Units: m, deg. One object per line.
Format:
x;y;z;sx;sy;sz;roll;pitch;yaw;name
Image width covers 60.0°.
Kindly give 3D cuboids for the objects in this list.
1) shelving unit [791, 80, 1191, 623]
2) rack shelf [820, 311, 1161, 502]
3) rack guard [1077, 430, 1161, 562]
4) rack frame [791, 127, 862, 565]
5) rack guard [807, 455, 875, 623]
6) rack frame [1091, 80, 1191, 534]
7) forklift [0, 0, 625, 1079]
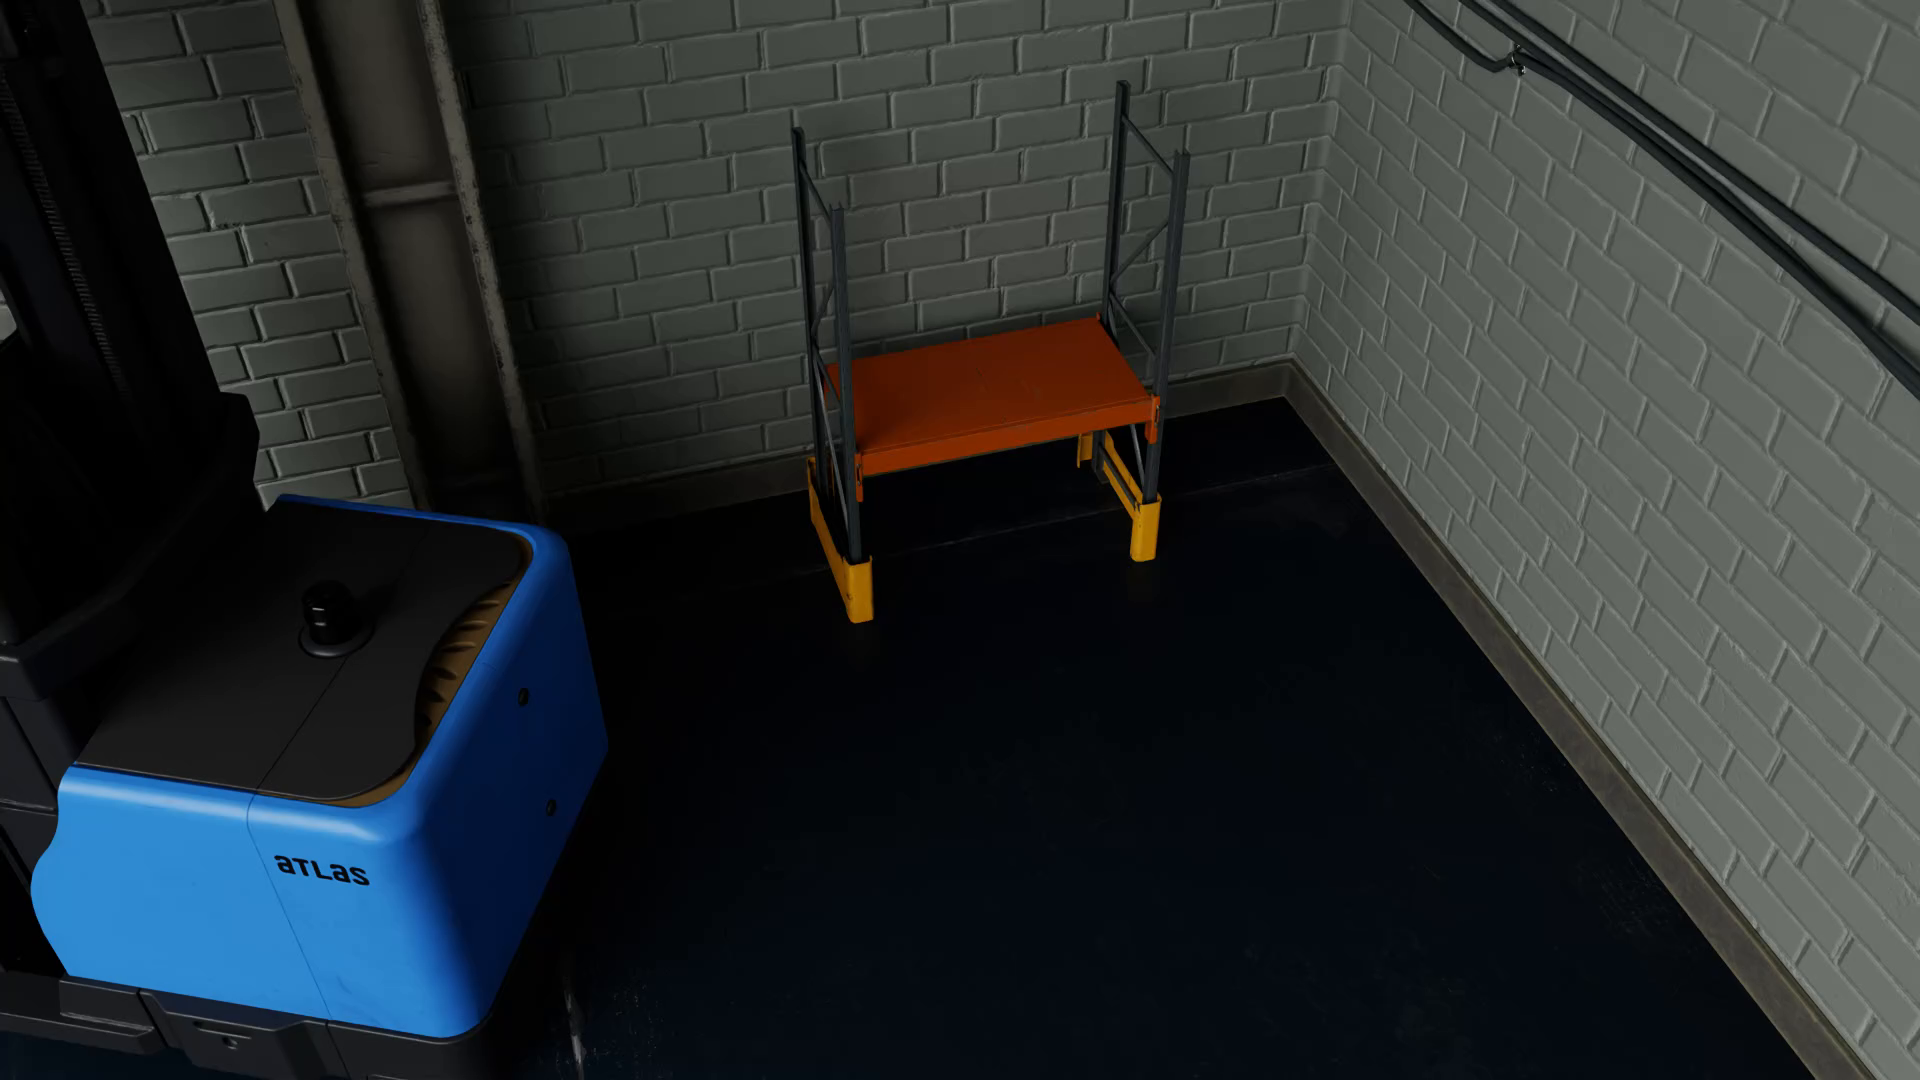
0.073;-0.580;5.274;1.083;1.500;0.587;-12;42;-13;shelving unit
0.081;-0.446;5.394;1.000;0.185;0.538;-12;42;-13;rack shelf
0.548;-0.208;5.798;0.087;0.250;0.587;-12;42;-13;rack guard
-0.404;-0.481;5.161;0.032;1.500;0.500;-12;42;-13;rack frame
-0.402;-0.011;5.572;0.087;0.250;0.587;-12;42;-13;rack guard
0.566;-0.682;5.391;0.032;1.500;0.500;-12;42;-13;rack frame
-2.529;-0.191;3.741;3.031;2.935;1.130;7;42;8;forklift
